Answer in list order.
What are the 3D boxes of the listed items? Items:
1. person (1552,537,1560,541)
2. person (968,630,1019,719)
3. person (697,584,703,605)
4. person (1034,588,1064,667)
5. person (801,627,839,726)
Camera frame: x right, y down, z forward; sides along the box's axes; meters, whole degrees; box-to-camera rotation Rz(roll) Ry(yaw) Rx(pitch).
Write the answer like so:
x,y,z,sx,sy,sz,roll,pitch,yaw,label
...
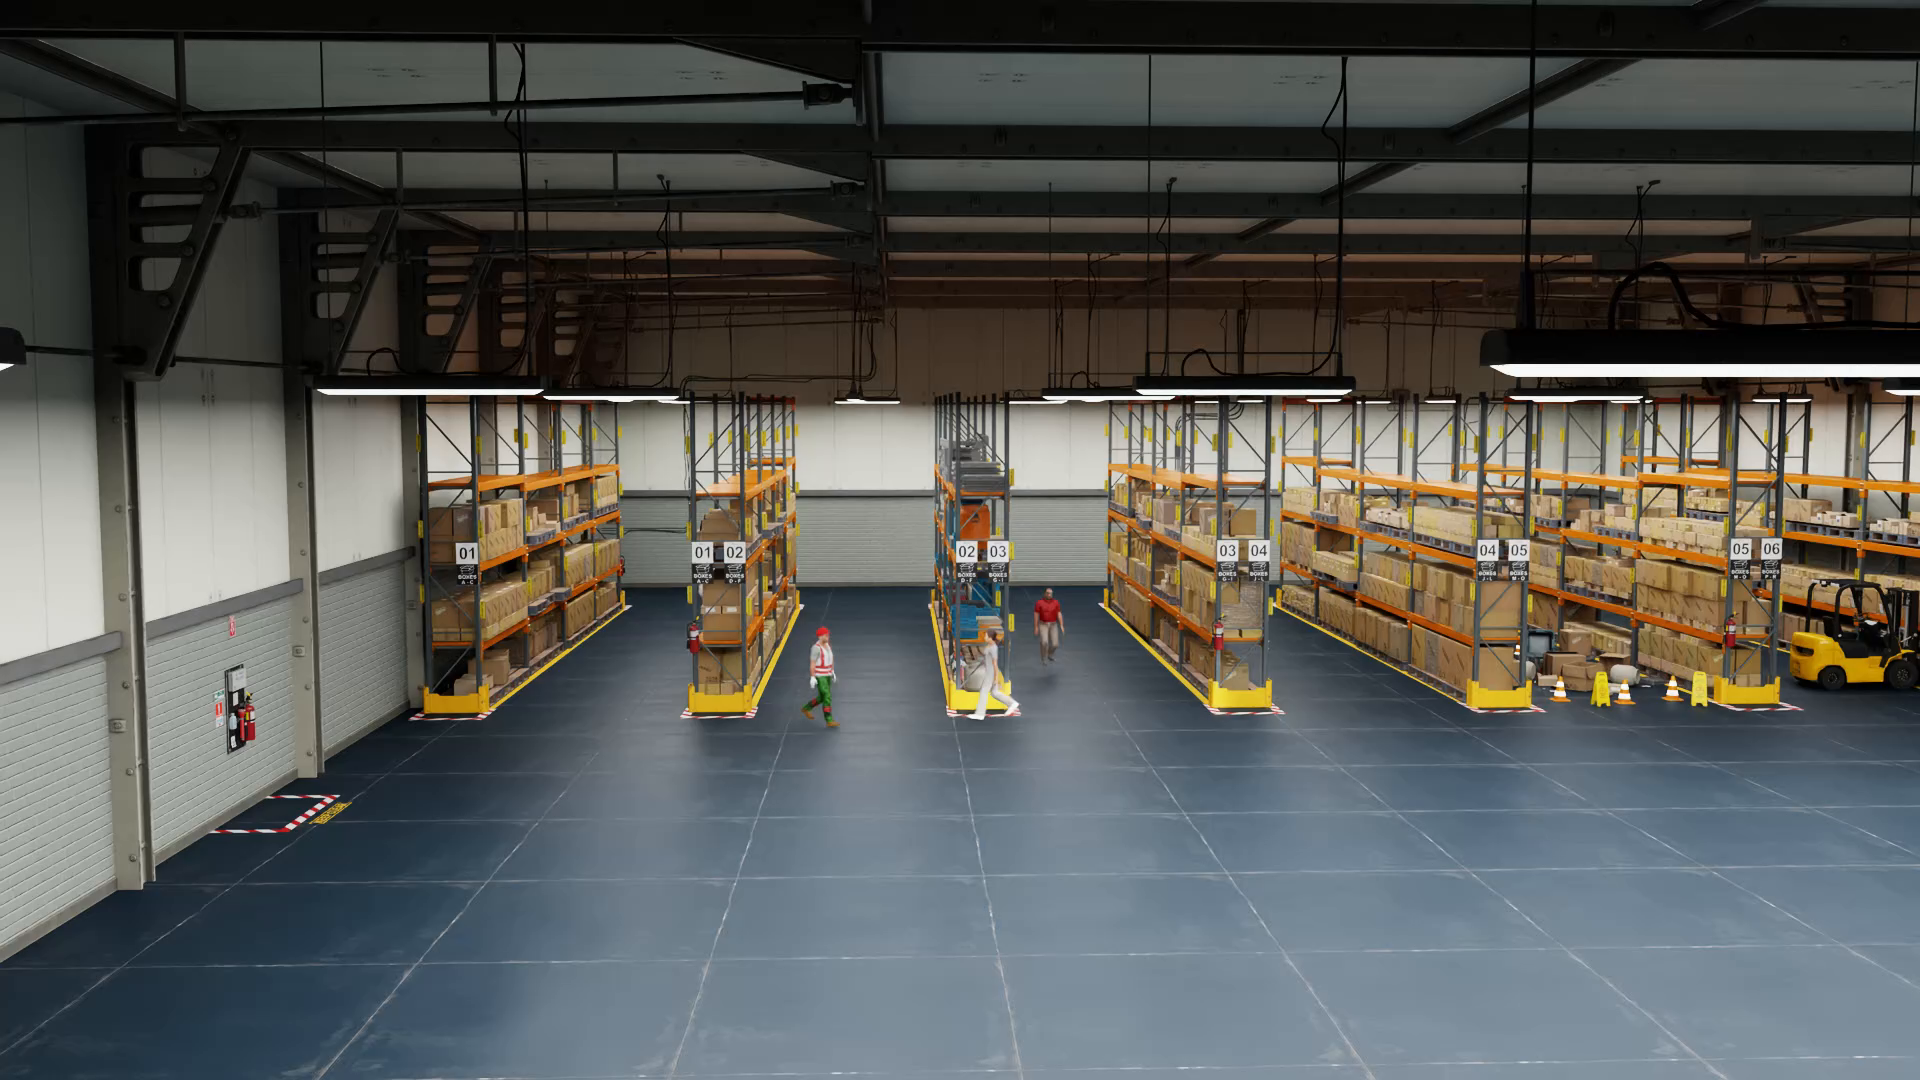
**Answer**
x,y,z,sx,sy,sz,roll,pitch,yaw,label
18.454,0.746,51.513,0.559,1.674,0.481,-1,5,-17,person
0.614,2.459,30.501,0.936,1.638,0.497,0,5,-2,person
-6.616,1.389,43.212,0.571,1.704,1.077,0,5,1,person
1.907,1.842,35.485,0.593,1.654,0.596,-1,5,-15,person
-2.493,2.444,29.930,0.927,1.764,0.614,2,5,28,person
